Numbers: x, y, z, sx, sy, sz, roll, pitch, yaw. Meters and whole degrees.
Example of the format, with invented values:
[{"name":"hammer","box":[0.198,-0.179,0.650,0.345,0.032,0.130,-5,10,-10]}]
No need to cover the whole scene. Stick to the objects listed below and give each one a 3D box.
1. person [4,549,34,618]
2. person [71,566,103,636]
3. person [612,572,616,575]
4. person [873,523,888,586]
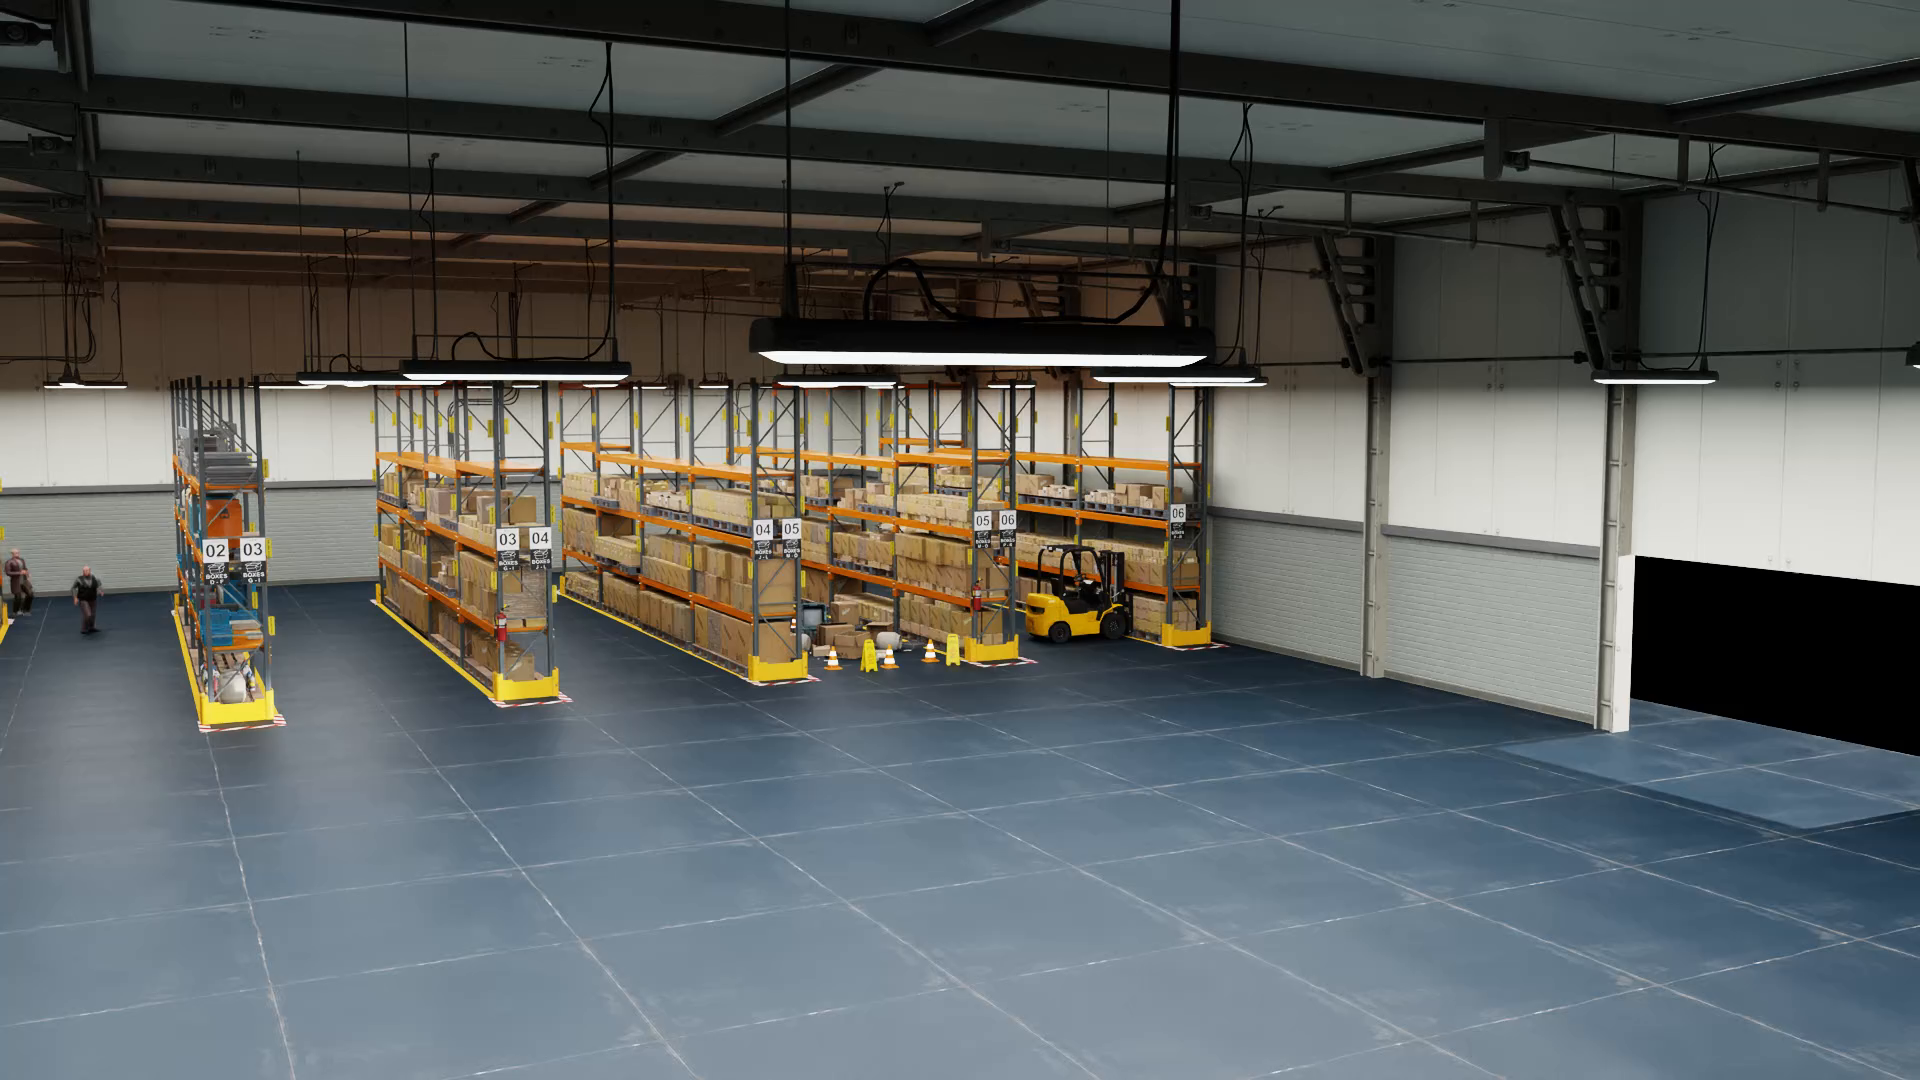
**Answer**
[{"name":"person","box":[-23.922,1.118,42.219,0.698,1.817,0.697,3,6,30]},{"name":"person","box":[-20.542,1.446,39.252,0.851,1.679,0.659,3,6,28]},{"name":"person","box":[-10.080,0.559,49.081,0.957,1.637,0.578,-5,7,-44]},{"name":"person","box":[-2.164,0.421,46.561,0.678,1.787,0.842,-4,6,-38]}]
